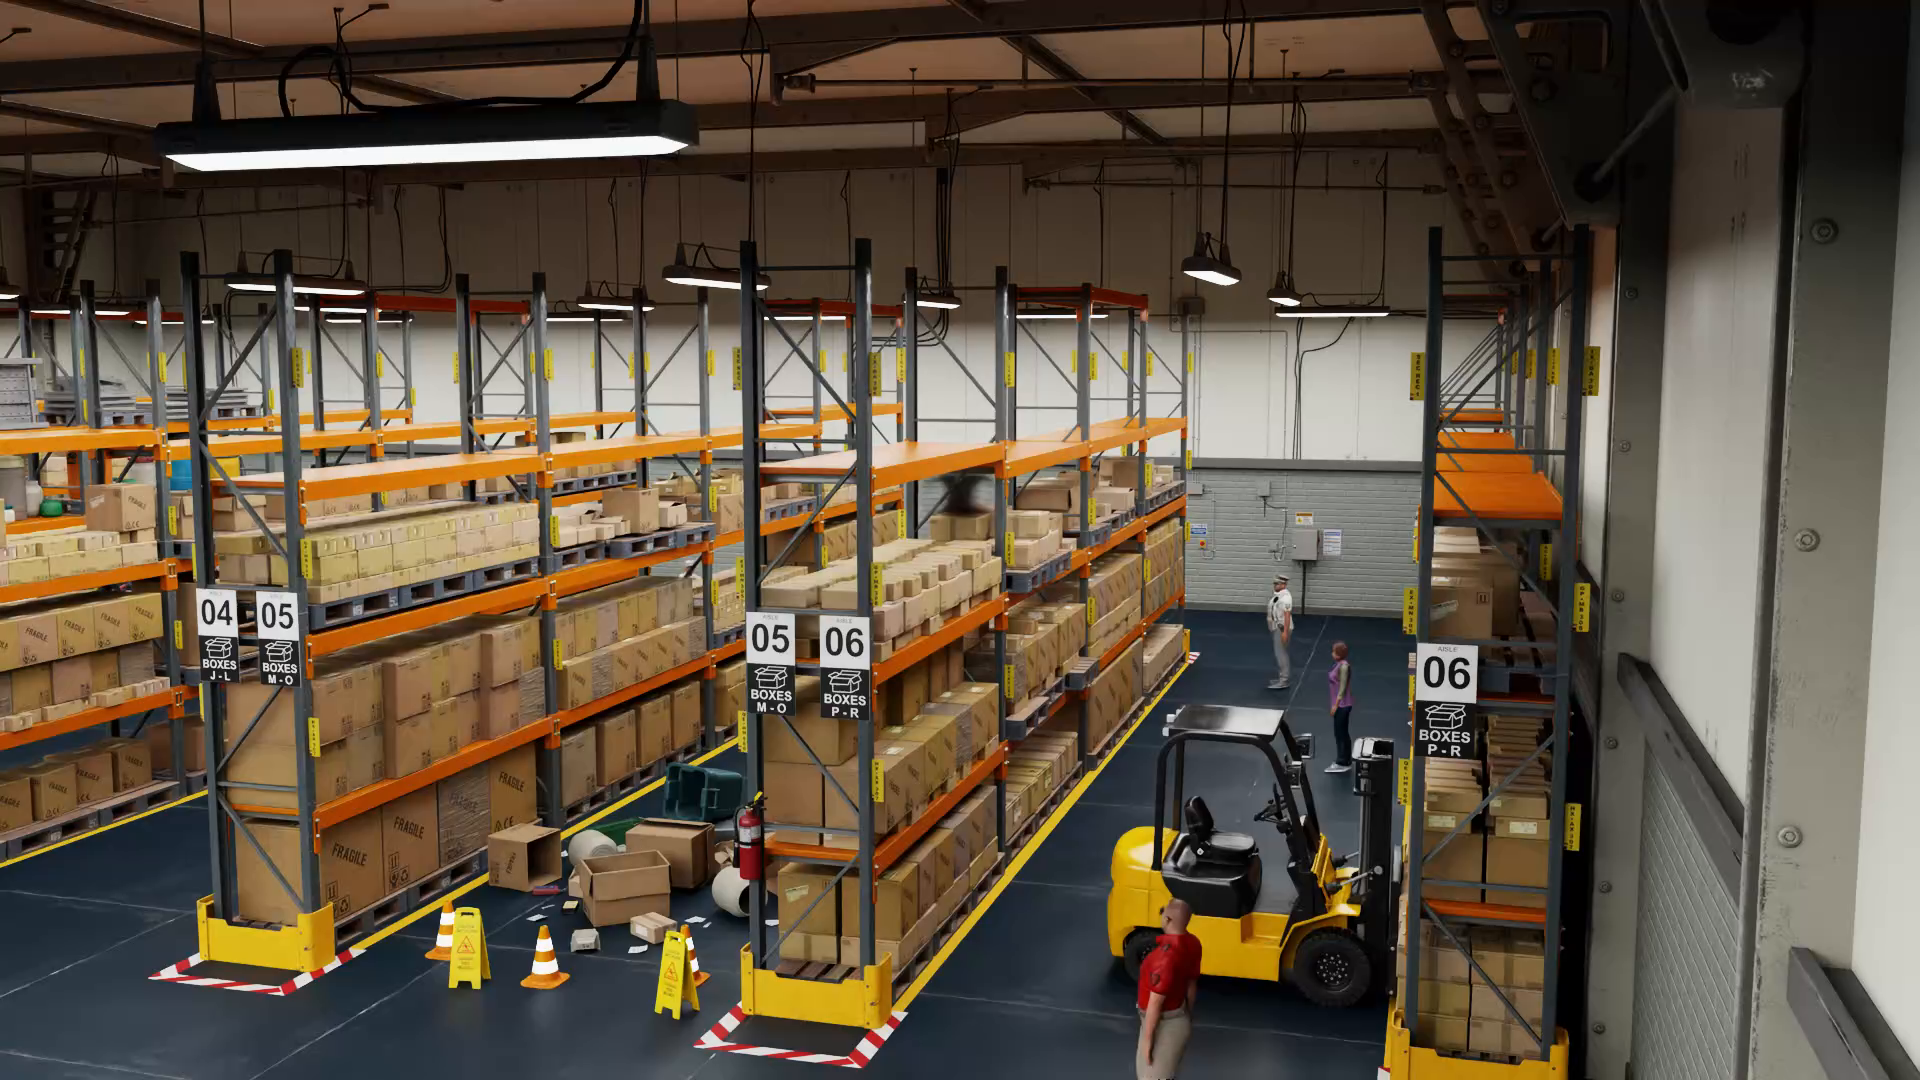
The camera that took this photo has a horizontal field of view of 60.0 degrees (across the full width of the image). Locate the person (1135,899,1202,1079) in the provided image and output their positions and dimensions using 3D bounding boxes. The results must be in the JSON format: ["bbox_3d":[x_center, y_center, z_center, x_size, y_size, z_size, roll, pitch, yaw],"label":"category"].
[{"bbox_3d":[1.355,3.121,10.642,0.704,1.705,0.517,0,6,0],"label":"person"}]

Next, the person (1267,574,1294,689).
[{"bbox_3d":[4.968,1.398,25.816,0.402,1.772,0.620,0,6,2],"label":"person"}]

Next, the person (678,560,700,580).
[{"bbox_3d":[-4.640,1.146,28.588,0.488,1.632,0.665,2,7,15],"label":"person"}]

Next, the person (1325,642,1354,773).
[{"bbox_3d":[4.717,2.065,20.633,0.335,1.607,0.427,1,7,13],"label":"person"}]
